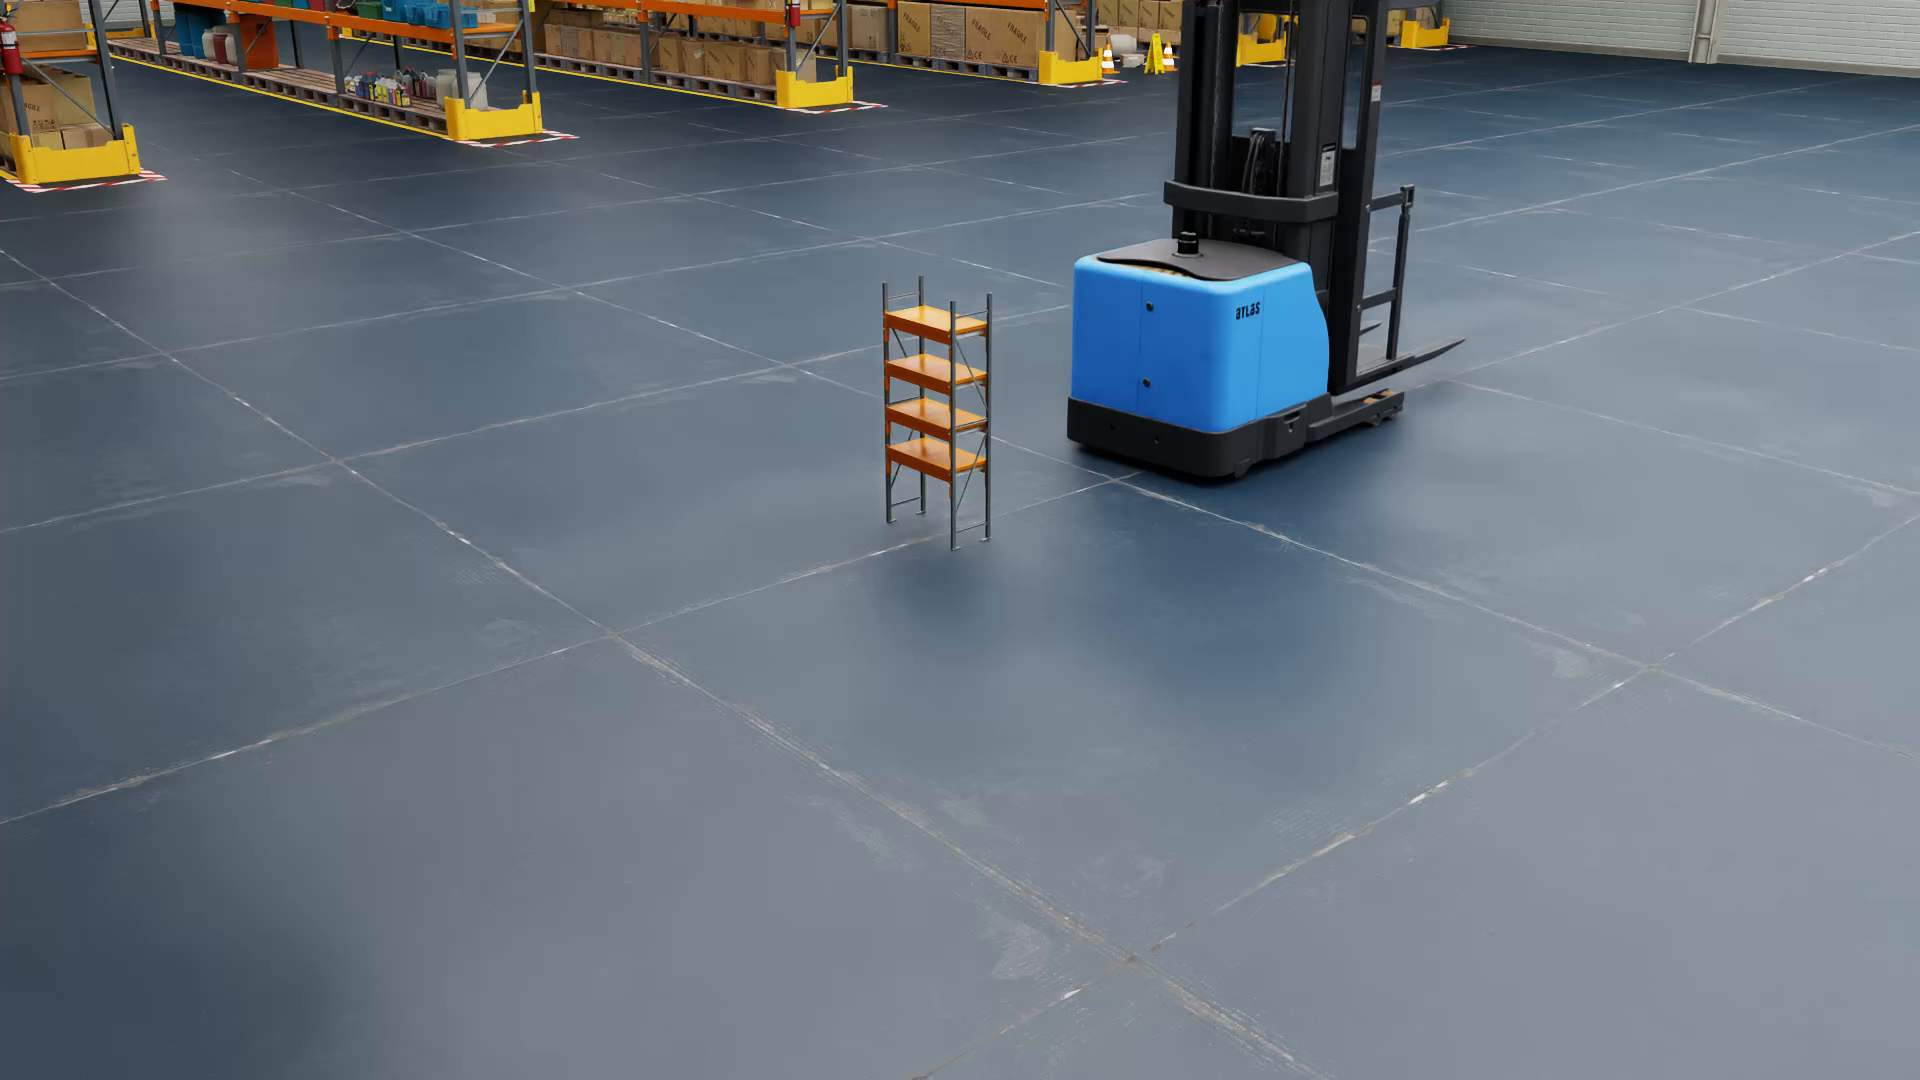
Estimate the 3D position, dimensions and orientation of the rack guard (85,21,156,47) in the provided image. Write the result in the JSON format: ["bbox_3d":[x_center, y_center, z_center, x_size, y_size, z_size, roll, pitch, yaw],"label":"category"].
[{"bbox_3d":[-16.268,-9.781,32.270,1.175,0.500,0.348,-17,27,-37],"label":"rack guard"}]

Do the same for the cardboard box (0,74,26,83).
[{"bbox_3d":[-10.792,-4.957,18.693,0.500,0.500,0.500,-17,27,-37],"label":"cardboard box"}]

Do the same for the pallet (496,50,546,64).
[{"bbox_3d":[-7.725,-8.847,30.283,1.003,0.211,1.213,-17,27,-37],"label":"pallet"}]

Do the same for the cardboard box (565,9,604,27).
[{"bbox_3d":[-6.454,-8.978,28.589,0.500,0.250,0.500,-14,25,-32],"label":"cardboard box"}]

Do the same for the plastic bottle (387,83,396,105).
[{"bbox_3d":[-7.563,-5.975,22.257,0.152,0.276,0.135,-18,28,-39],"label":"plastic bottle"}]

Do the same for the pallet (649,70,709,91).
[{"bbox_3d":[-4.192,-7.329,26.407,1.003,0.211,1.213,-17,27,-37],"label":"pallet"}]

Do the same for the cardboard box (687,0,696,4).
[{"bbox_3d":[-3.910,-8.217,25.195,0.380,0.149,0.250,-17,27,-37],"label":"cardboard box"}]

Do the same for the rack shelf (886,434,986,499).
[{"bbox_3d":[-0.108,-0.357,7.979,0.258,0.148,0.480,-17,27,-37],"label":"rack shelf"}]

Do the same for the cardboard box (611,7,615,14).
[{"bbox_3d":[-7.448,-11.648,36.537,0.380,0.149,0.250,-16,26,-35],"label":"cardboard box"}]

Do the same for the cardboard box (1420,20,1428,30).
[{"bbox_3d":[9.047,-10.339,33.462,0.500,0.250,0.500,-17,27,-37],"label":"cardboard box"}]

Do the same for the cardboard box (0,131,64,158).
[{"bbox_3d":[-10.127,-4.335,18.134,0.500,0.250,0.500,-17,27,-37],"label":"cardboard box"}]

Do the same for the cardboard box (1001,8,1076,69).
[{"bbox_3d":[1.285,-8.230,27.221,0.875,0.875,0.875,-17,27,-37],"label":"cardboard box"}]

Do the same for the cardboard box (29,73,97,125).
[{"bbox_3d":[-10.062,-4.946,18.664,0.500,0.500,0.500,-17,27,-37],"label":"cardboard box"}]

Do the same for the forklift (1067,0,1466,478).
[{"bbox_3d":[1.972,-2.139,9.426,1.130,2.935,3.031,19,28,40],"label":"forklift"}]

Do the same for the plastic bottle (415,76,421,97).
[{"bbox_3d":[-7.495,-6.283,23.033,0.061,0.283,0.133,-17,27,-37],"label":"plastic bottle"}]

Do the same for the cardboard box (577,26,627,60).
[{"bbox_3d":[-6.068,-8.465,28.308,0.700,0.500,0.500,-15,26,-33],"label":"cardboard box"}]

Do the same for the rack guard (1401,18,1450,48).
[{"bbox_3d":[9.235,-10.071,33.011,1.175,0.500,0.348,-17,27,-37],"label":"rack guard"}]

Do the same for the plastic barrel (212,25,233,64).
[{"bbox_3d":[-12.089,-8.247,27.656,0.600,0.588,0.708,-17,27,-37],"label":"plastic barrel"}]

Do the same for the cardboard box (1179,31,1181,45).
[{"bbox_3d":[4.398,-9.278,30.754,0.500,0.250,0.500,-17,27,-37],"label":"cardboard box"}]

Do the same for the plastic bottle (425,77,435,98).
[{"bbox_3d":[-7.331,-6.265,22.997,0.152,0.276,0.135,-17,27,-36],"label":"plastic bottle"}]

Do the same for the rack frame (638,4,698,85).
[{"bbox_3d":[-4.657,-8.805,26.351,1.000,3.000,0.127,-17,27,-37],"label":"rack frame"}]

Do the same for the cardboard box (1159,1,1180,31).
[{"bbox_3d":[4.074,-9.767,30.973,0.500,0.500,0.500,-18,28,-39],"label":"cardboard box"}]

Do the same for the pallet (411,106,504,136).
[{"bbox_3d":[-6.410,-5.458,21.629,1.003,0.211,1.213,-17,27,-37],"label":"pallet"}]

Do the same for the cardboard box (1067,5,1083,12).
[{"bbox_3d":[2.896,-12.834,39.489,0.500,0.500,0.500,-16,27,-35],"label":"cardboard box"}]

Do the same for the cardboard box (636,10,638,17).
[{"bbox_3d":[-6.688,-11.257,35.539,0.380,0.149,0.250,-19,28,-40],"label":"cardboard box"}]

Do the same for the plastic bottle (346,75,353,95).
[{"bbox_3d":[-8.533,-6.368,23.266,0.097,0.271,0.097,0,21,0],"label":"plastic bottle"}]

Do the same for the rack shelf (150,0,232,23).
[{"bbox_3d":[-12.326,-8.948,27.704,1.077,0.370,4.000,-17,27,-37],"label":"rack shelf"}]

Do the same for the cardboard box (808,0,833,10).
[{"bbox_3d":[-2.051,-7.718,23.921,0.380,0.149,0.250,-17,27,-37],"label":"cardboard box"}]

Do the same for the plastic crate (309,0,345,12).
[{"bbox_3d":[-8.957,-7.716,23.484,0.402,0.464,0.583,-17,27,-37],"label":"plastic crate"}]

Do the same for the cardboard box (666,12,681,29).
[{"bbox_3d":[-5.774,-10.932,34.634,0.500,0.500,0.500,-16,27,-35],"label":"cardboard box"}]

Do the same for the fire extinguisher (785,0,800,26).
[{"bbox_3d":[-2.320,-7.522,23.182,0.296,0.674,0.183,-17,27,-37],"label":"fire extinguisher"}]

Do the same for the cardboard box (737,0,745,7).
[{"bbox_3d":[-3.036,-7.890,24.359,0.380,0.149,0.250,-17,27,-37],"label":"cardboard box"}]

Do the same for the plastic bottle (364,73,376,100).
[{"bbox_3d":[-8.073,-6.223,22.788,0.144,0.351,0.185,-19,28,-40],"label":"plastic bottle"}]

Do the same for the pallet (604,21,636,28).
[{"bbox_3d":[-7.321,-11.384,36.759,1.003,0.211,1.213,-17,27,-37],"label":"pallet"}]

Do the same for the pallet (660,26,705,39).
[{"bbox_3d":[-5.546,-10.655,34.897,1.003,0.211,1.213,-17,27,-37],"label":"pallet"}]

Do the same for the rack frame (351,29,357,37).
[{"bbox_3d":[-12.490,-12.120,34.815,1.000,3.000,0.127,-17,27,-37],"label":"rack frame"}]

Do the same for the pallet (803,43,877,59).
[{"bbox_3d":[-2.195,-9.192,31.162,1.003,0.211,1.213,-17,27,-37],"label":"pallet"}]

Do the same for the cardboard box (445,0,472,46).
[{"bbox_3d":[-8.862,-9.802,31.236,1.225,0.875,0.875,-19,28,-39],"label":"cardboard box"}]

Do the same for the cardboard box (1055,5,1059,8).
[{"bbox_3d":[1.522,-9.920,31.589,0.500,0.500,0.500,-17,27,-37],"label":"cardboard box"}]

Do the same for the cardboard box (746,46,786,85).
[{"bbox_3d":[-2.857,-7.065,24.760,0.500,0.500,0.500,-10,23,-24],"label":"cardboard box"}]

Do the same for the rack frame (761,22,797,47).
[{"bbox_3d":[-3.444,-11.063,32.116,1.000,3.000,0.127,-17,27,-37],"label":"rack frame"}]

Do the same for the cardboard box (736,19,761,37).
[{"bbox_3d":[-4.072,-10.214,32.800,0.500,0.500,0.500,-18,27,-38],"label":"cardboard box"}]

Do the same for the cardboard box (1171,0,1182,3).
[{"bbox_3d":[4.118,-10.013,30.713,0.380,0.149,0.250,-16,27,-35],"label":"cardboard box"}]

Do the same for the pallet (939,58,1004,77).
[{"bbox_3d":[0.404,-8.093,28.358,1.003,0.211,1.213,-17,27,-37],"label":"pallet"}]

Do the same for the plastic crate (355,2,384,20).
[{"bbox_3d":[-7.737,-7.085,22.250,0.450,0.188,0.662,-17,27,-37],"label":"plastic crate"}]

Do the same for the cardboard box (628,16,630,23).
[{"bbox_3d":[-6.977,-11.314,36.091,0.380,0.149,0.250,-18,28,-39],"label":"cardboard box"}]

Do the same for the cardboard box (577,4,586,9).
[{"bbox_3d":[-8.383,-11.985,37.395,0.380,0.149,0.250,-18,27,-38],"label":"cardboard box"}]

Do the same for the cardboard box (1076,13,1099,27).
[{"bbox_3d":[2.506,-10.280,33.145,0.950,0.372,0.625,-17,27,-37],"label":"cardboard box"}]

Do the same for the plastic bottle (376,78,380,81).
[{"bbox_3d":[-8.010,-6.227,22.907,0.097,0.271,0.097,0,21,0],"label":"plastic bottle"}]

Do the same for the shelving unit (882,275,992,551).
[{"bbox_3d":[-0.108,-0.604,7.882,0.258,1.200,0.503,-17,27,-37],"label":"shelving unit"}]

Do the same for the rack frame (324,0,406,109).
[{"bbox_3d":[-8.409,-7.626,23.340,1.000,3.000,0.127,-17,27,-37],"label":"rack frame"}]

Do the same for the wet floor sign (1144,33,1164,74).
[{"bbox_3d":[3.297,-8.219,28.085,0.232,0.644,0.267,17,27,36],"label":"wet floor sign"}]
